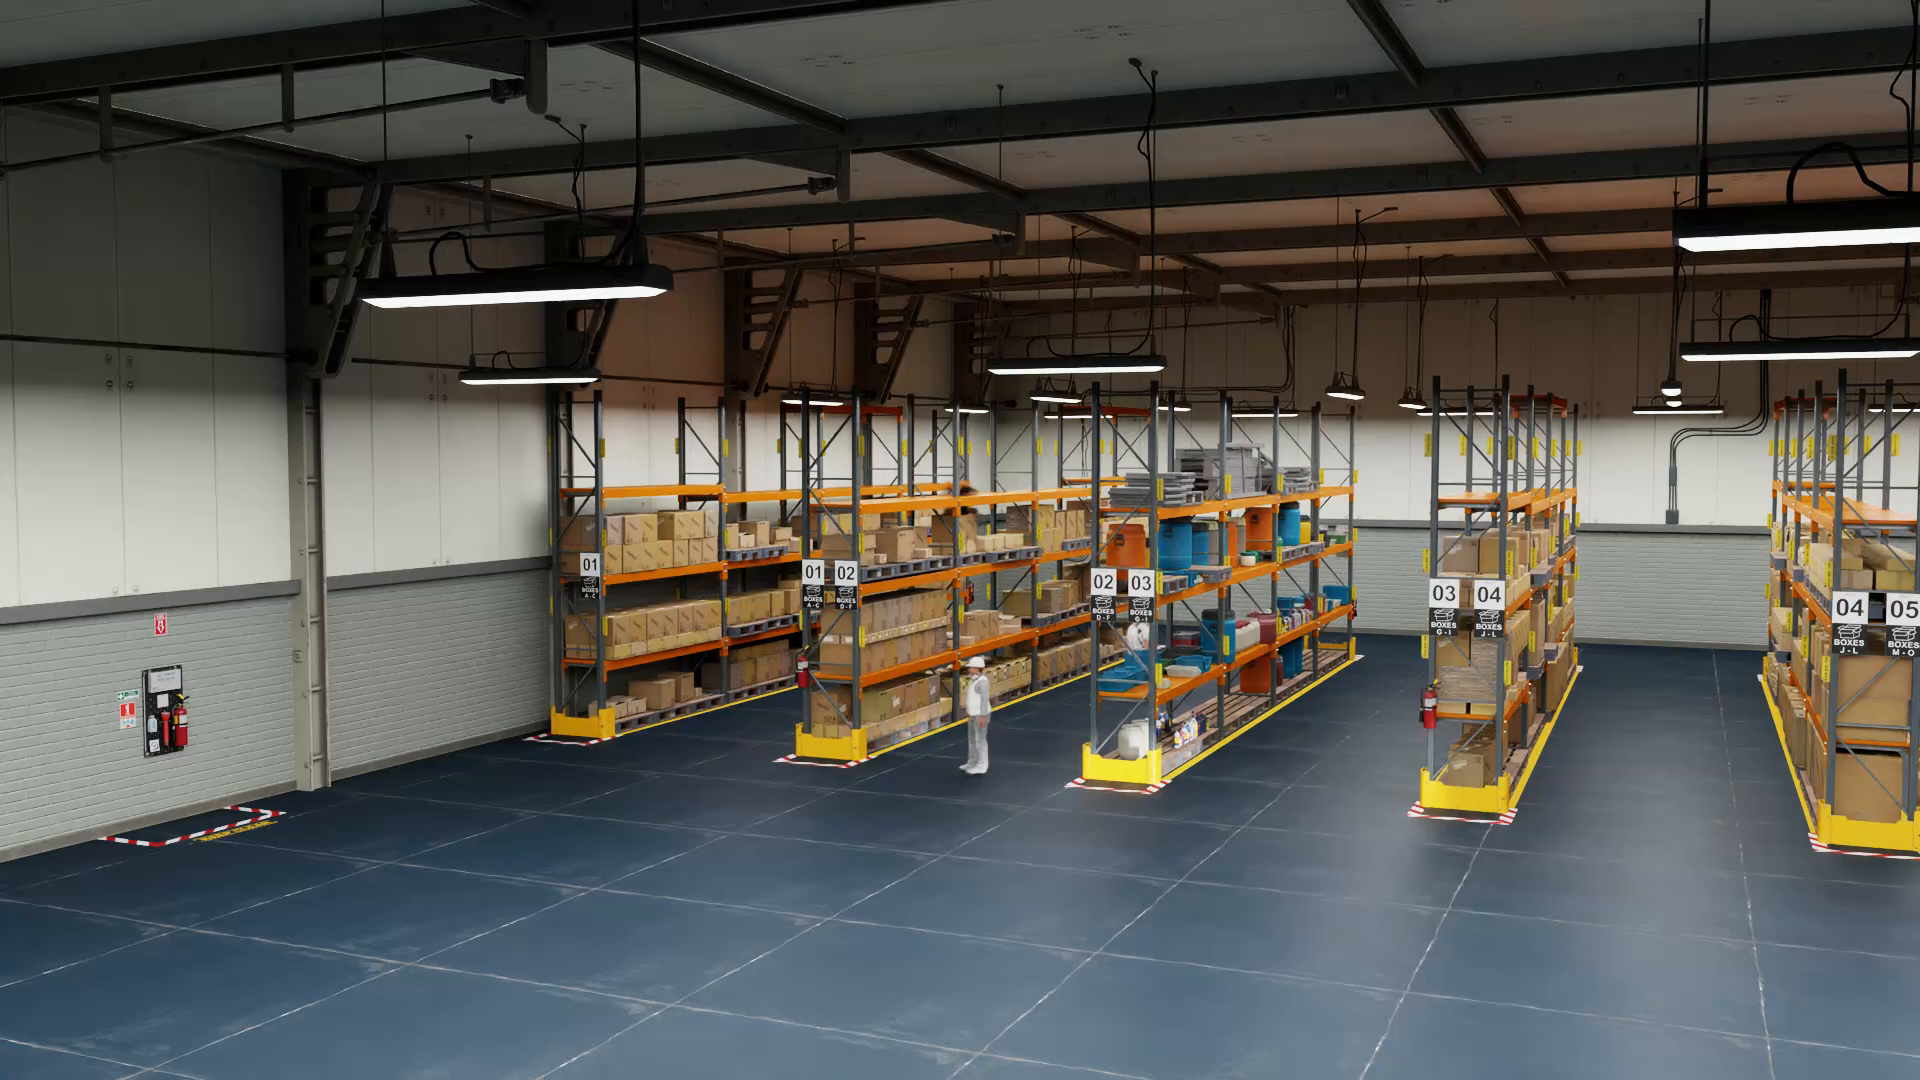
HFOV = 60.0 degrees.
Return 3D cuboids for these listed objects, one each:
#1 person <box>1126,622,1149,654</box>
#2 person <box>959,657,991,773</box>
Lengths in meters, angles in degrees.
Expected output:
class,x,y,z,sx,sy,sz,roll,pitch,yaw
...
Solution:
class,x,y,z,sx,sy,sz,roll,pitch,yaw
person,3.574,2.285,33.561,0.539,1.729,1.086,1,3,20
person,0.234,2.687,25.653,0.441,1.776,0.571,-1,3,-18
